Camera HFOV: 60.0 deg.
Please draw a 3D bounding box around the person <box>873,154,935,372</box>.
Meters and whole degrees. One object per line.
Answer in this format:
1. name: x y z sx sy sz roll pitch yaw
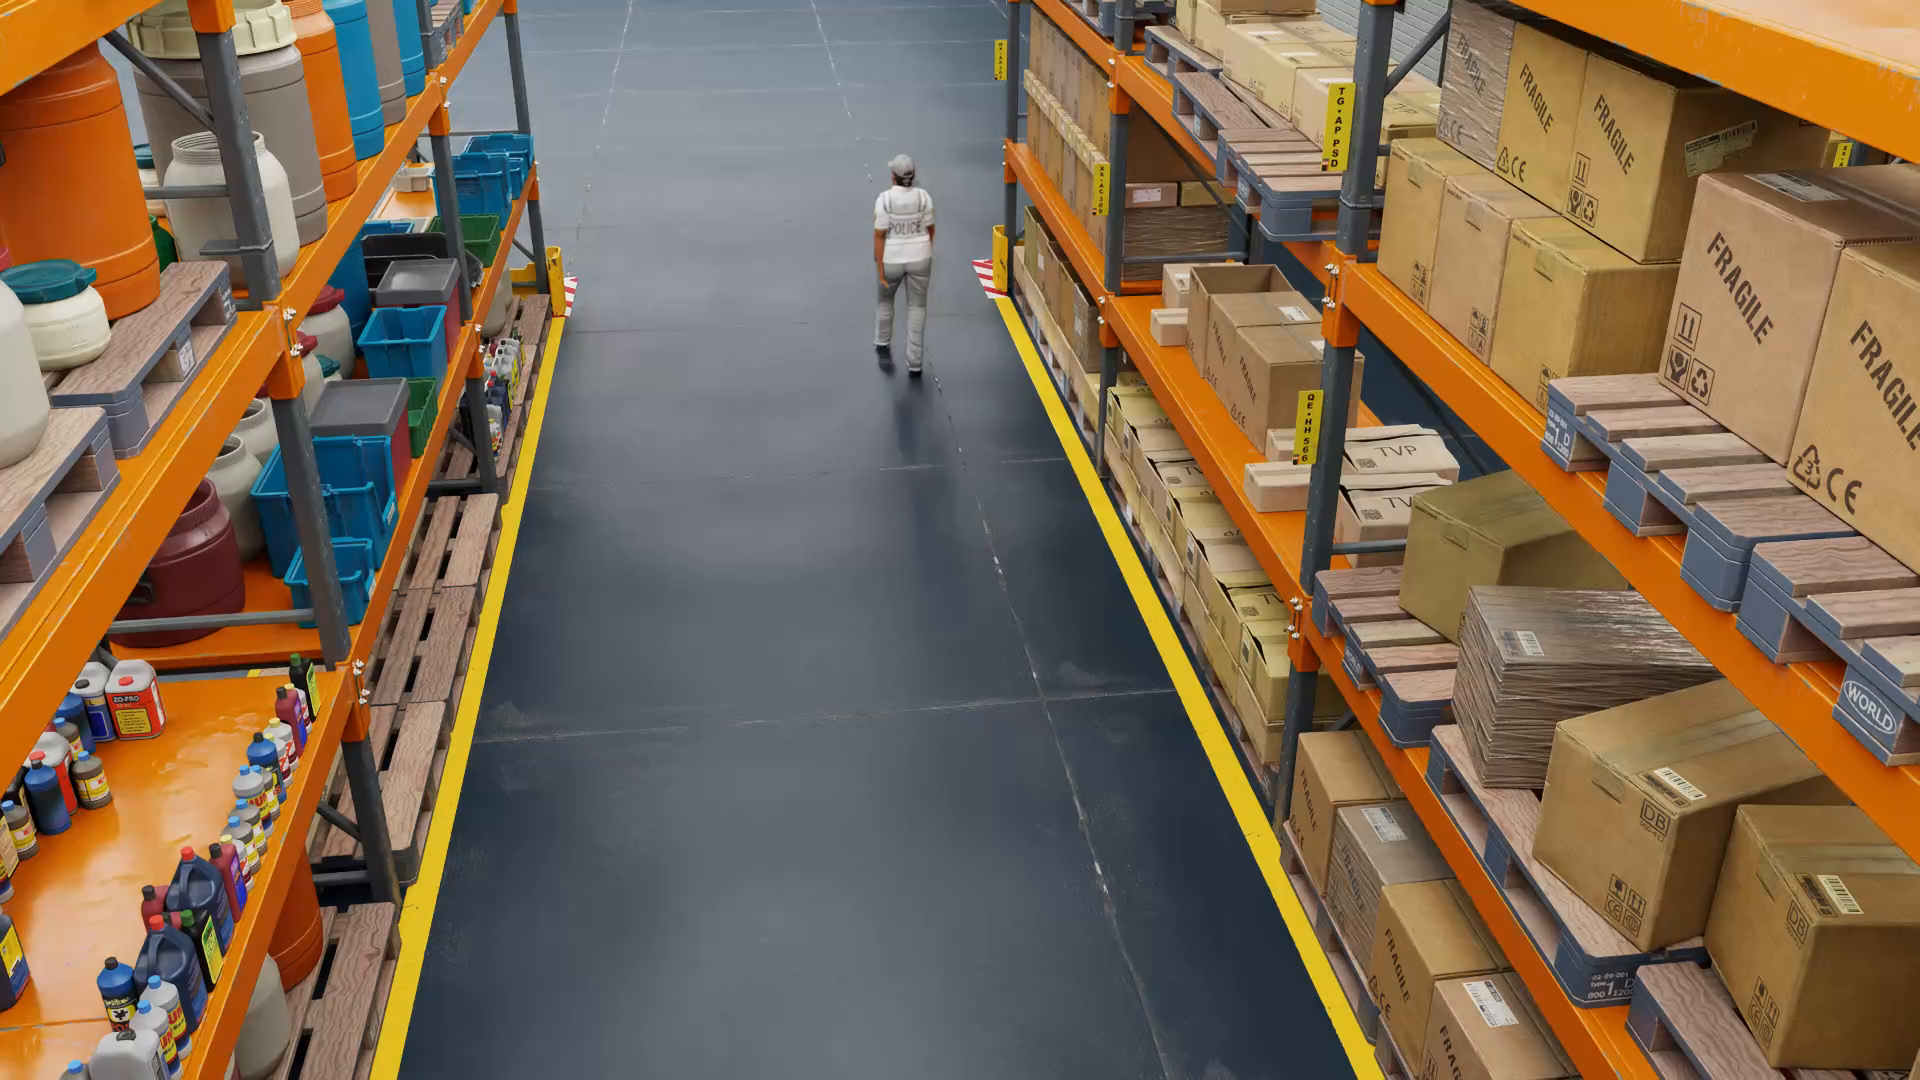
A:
1. person: -0.437 -2.182 12.821 0.478 1.637 0.873 -3 27 -6
